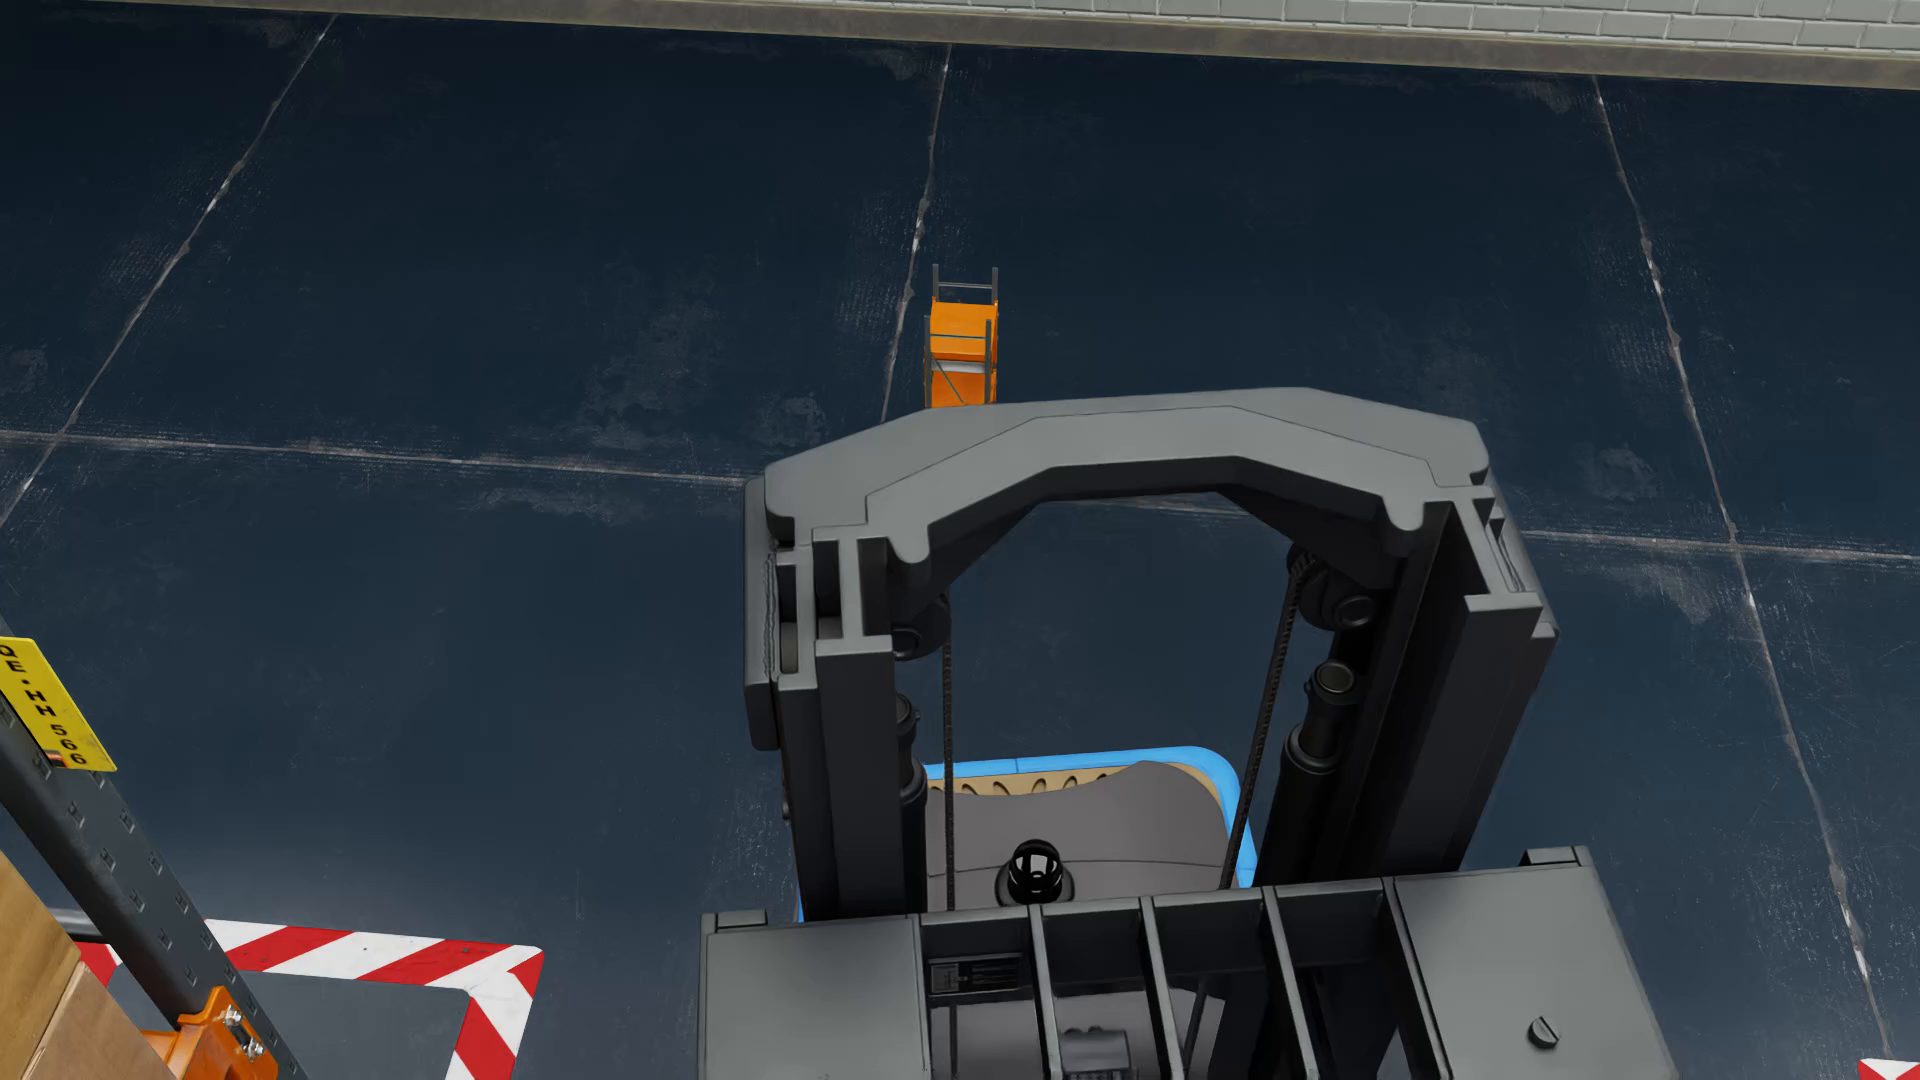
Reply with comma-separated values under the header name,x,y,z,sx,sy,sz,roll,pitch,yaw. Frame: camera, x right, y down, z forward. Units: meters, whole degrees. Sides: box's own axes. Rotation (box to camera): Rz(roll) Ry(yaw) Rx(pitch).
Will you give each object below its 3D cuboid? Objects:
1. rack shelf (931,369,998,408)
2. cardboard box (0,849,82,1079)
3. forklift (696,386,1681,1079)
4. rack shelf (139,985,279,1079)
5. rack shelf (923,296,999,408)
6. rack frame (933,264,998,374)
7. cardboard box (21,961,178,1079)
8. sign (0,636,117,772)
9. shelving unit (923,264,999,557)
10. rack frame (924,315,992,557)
name,x,y,z,sx,sy,sz,roll,pitch,yaw
rack shelf,0.005,-0.386,5.406,0.215,0.259,0.240,4,48,4
cardboard box,-1.689,0.669,2.360,0.500,0.500,0.500,3,48,3
forklift,0.257,1.325,2.552,1.130,2.935,3.031,-4,48,-3
rack shelf,-2.104,2.407,2.003,1.077,0.370,4.000,4,48,4
rack shelf,0.005,-0.578,5.197,0.215,0.259,0.240,4,48,4
rack frame,0.016,-0.483,5.481,0.200,1.050,0.008,4,48,4
cardboard box,-1.692,1.008,2.727,0.500,0.500,0.500,5,48,5
sign,-1.371,0.249,2.491,0.100,0.325,0.005,4,48,4
shelving unit,0.005,-0.394,5.399,0.215,1.050,0.252,4,48,4
rack frame,-0.006,-0.304,5.317,0.200,1.050,0.008,4,48,4
